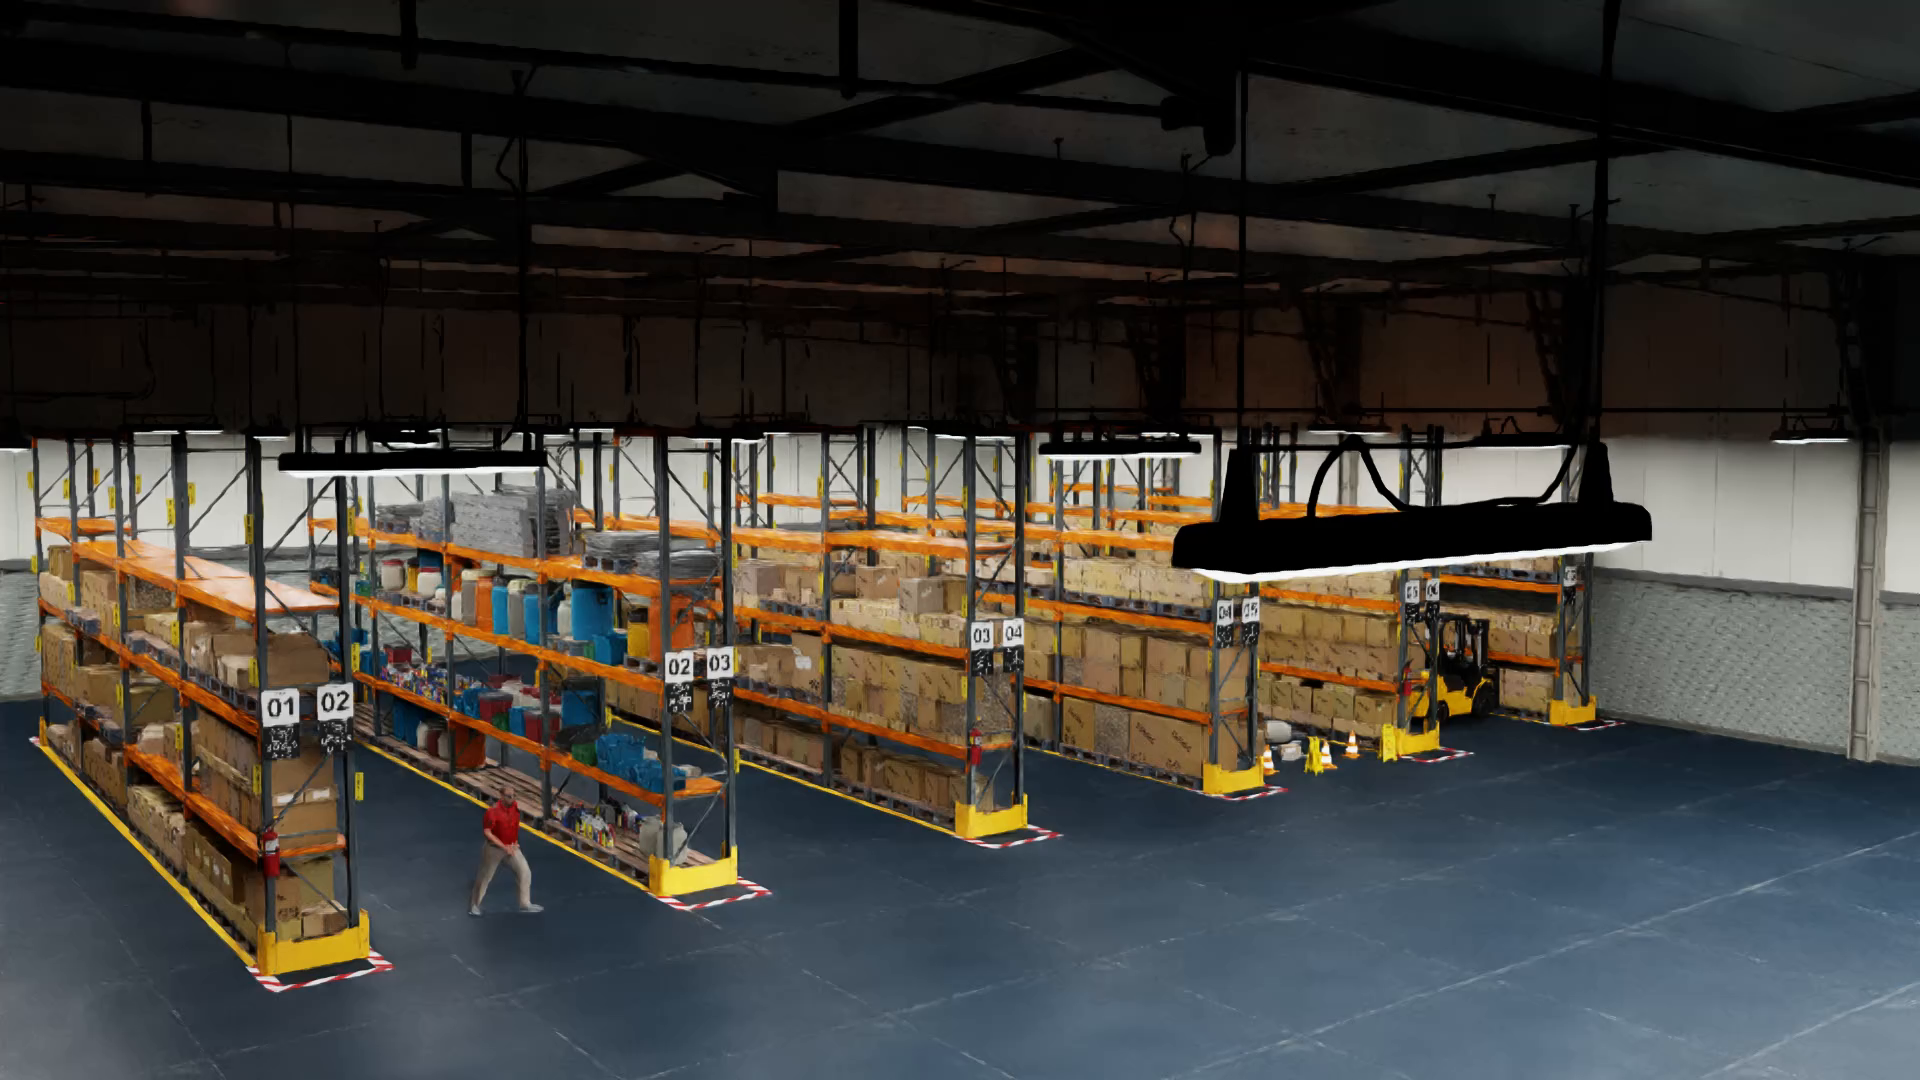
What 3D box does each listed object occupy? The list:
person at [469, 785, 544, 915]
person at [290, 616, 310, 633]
[{"bbox_3d":[-5.732,3.857,20.798,0.860,1.658,0.691,3,6,36],"label":"person"},{"bbox_3d":[-14.852,2.537,37.500,0.843,1.695,0.706,3,6,36],"label":"person"}]
